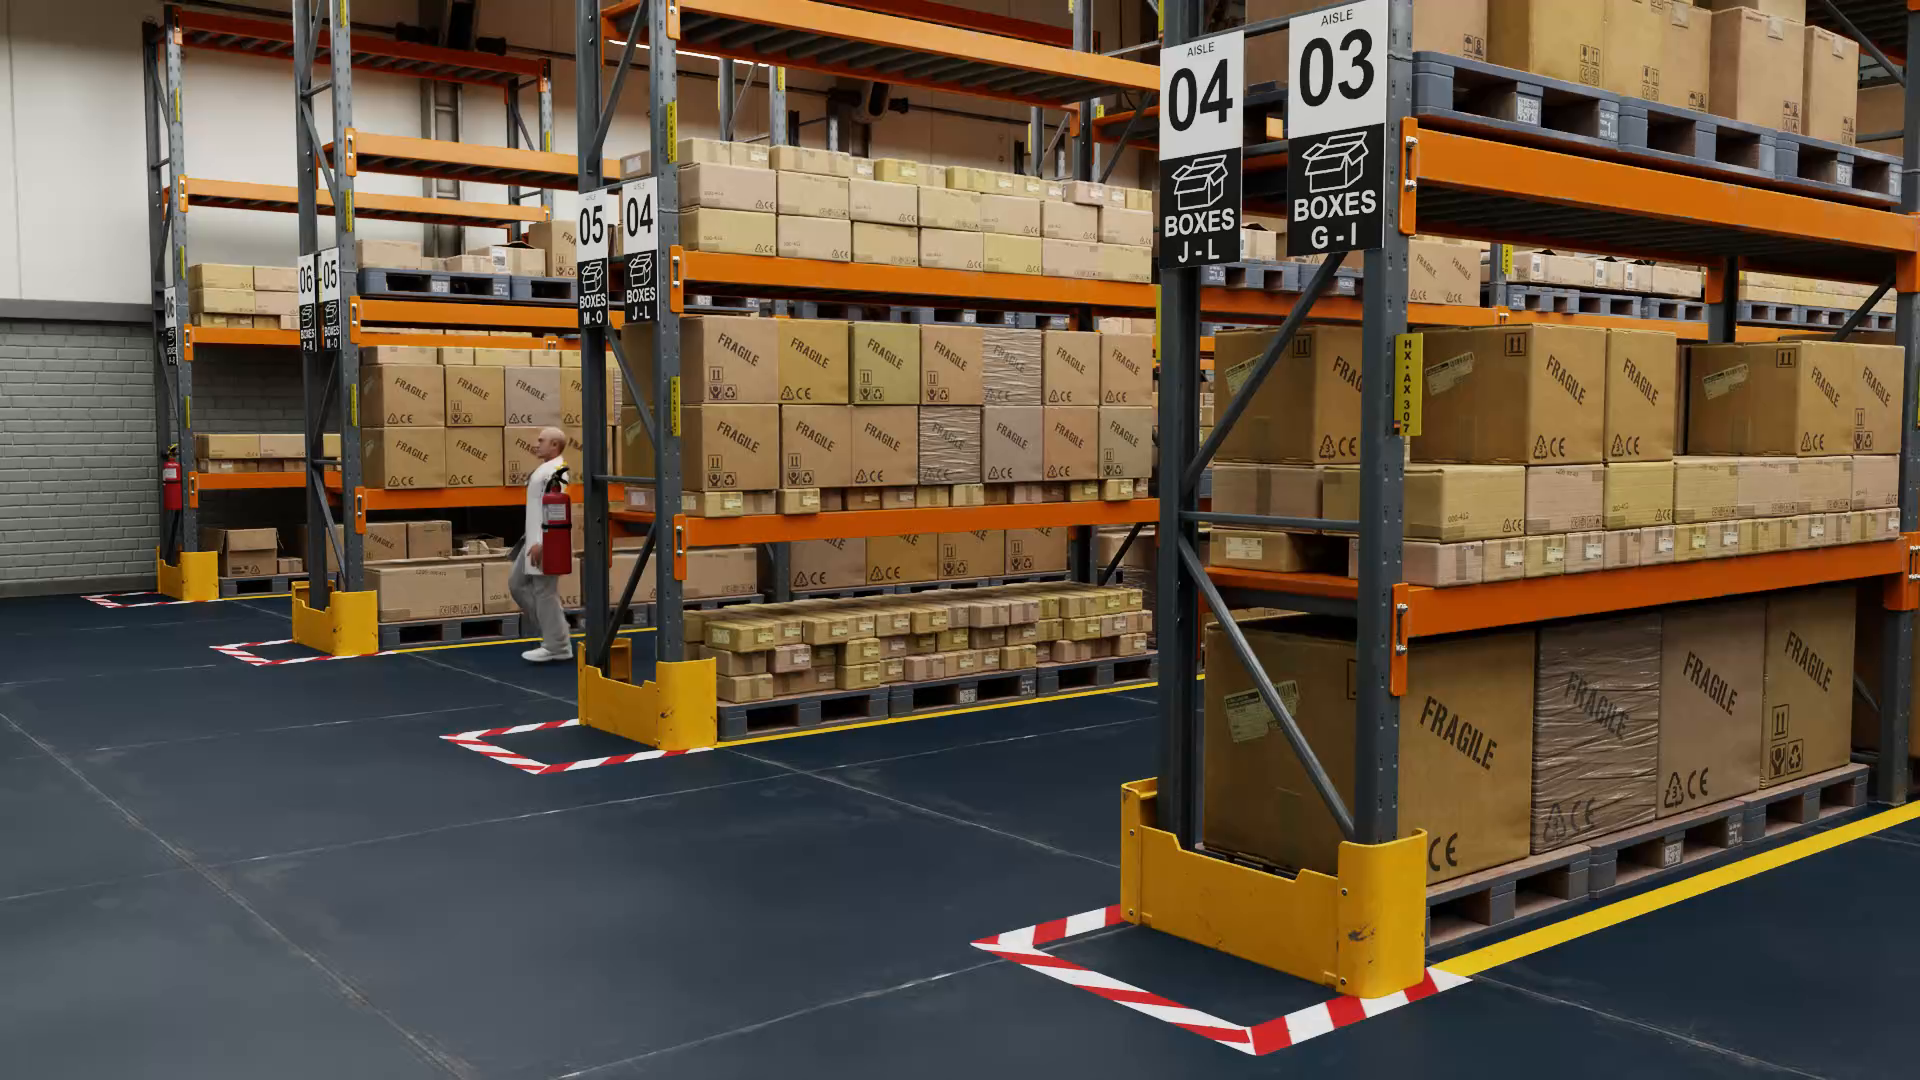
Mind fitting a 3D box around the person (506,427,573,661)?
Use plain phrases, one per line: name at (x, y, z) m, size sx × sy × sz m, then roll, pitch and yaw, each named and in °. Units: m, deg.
person at (-3.202, 0.045, 12.634) m, size 0.480 × 1.796 × 0.610 m, roll -1°, pitch 4°, yaw -17°
